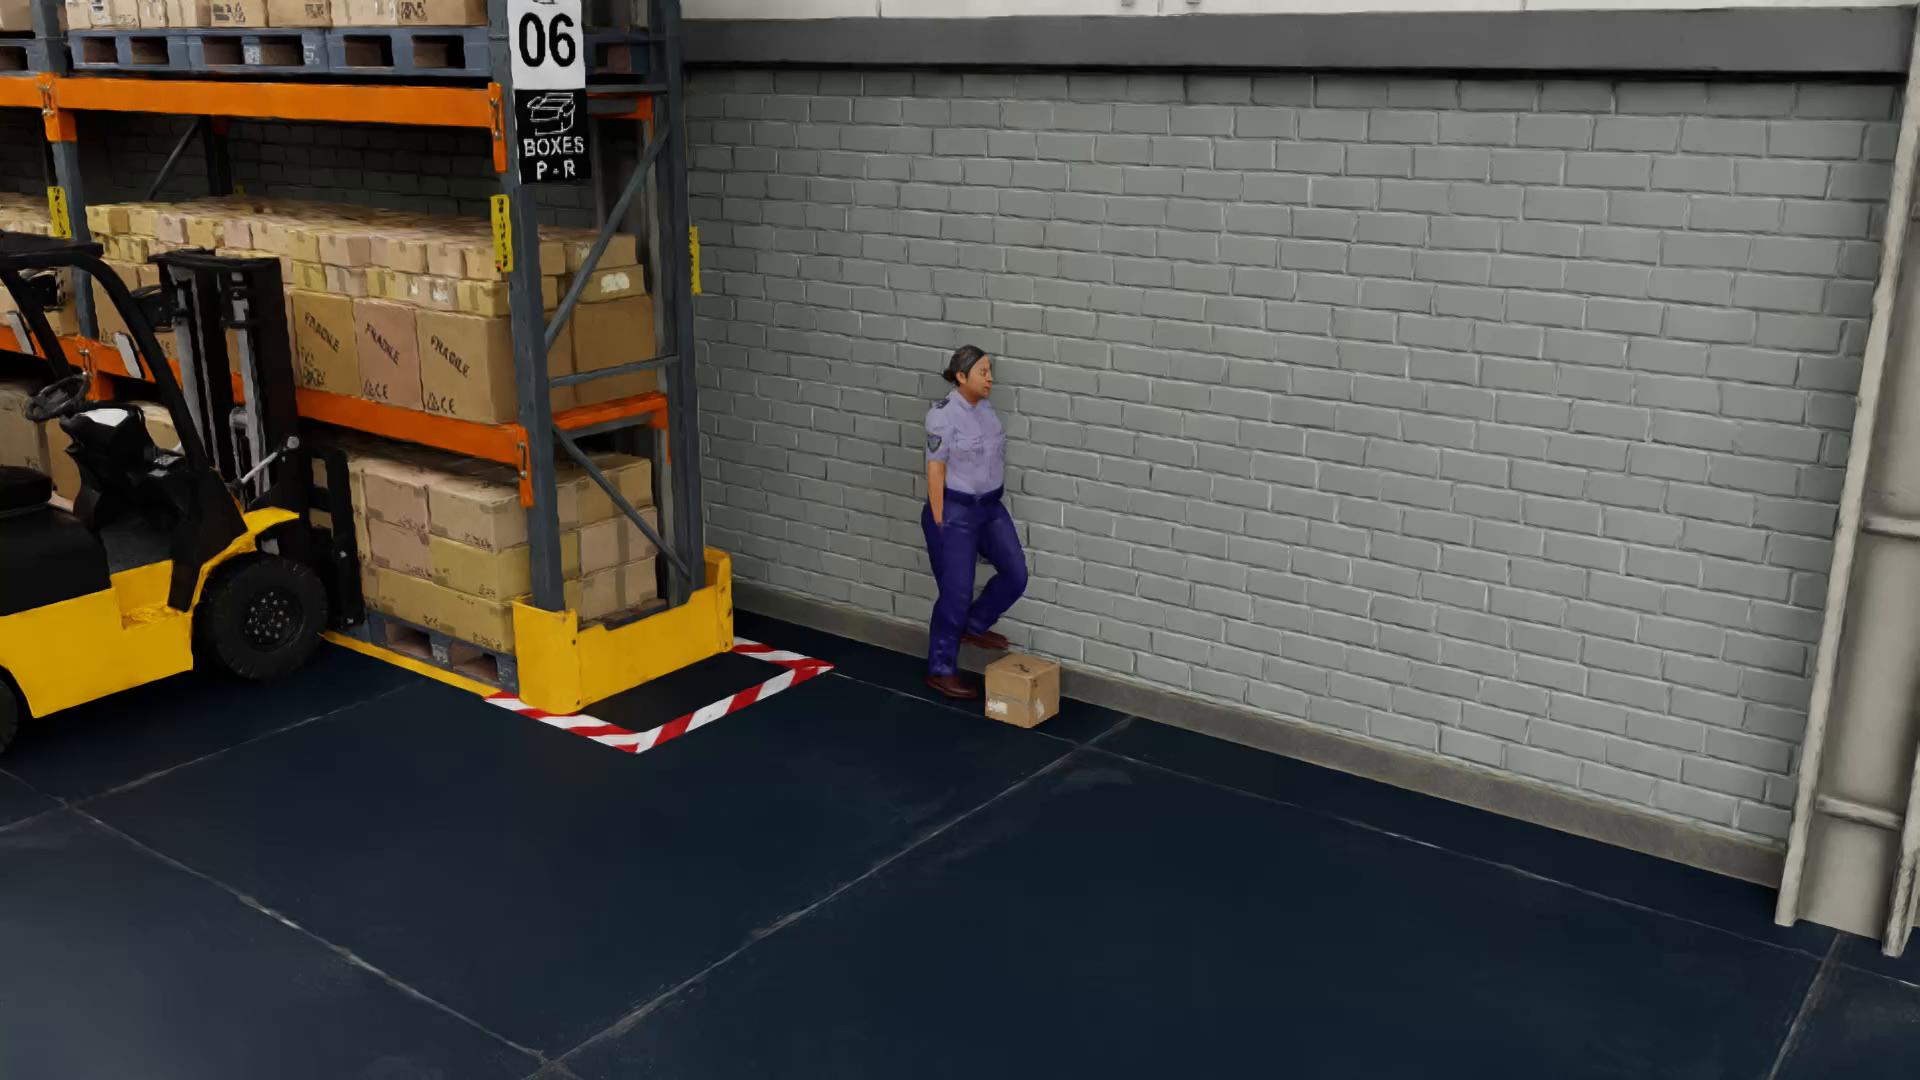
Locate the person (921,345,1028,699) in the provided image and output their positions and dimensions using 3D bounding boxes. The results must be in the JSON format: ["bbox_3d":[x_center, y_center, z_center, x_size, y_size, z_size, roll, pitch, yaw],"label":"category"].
[{"bbox_3d":[0.078,-0.099,7.891,0.452,1.652,0.495,13,21,36],"label":"person"}]
